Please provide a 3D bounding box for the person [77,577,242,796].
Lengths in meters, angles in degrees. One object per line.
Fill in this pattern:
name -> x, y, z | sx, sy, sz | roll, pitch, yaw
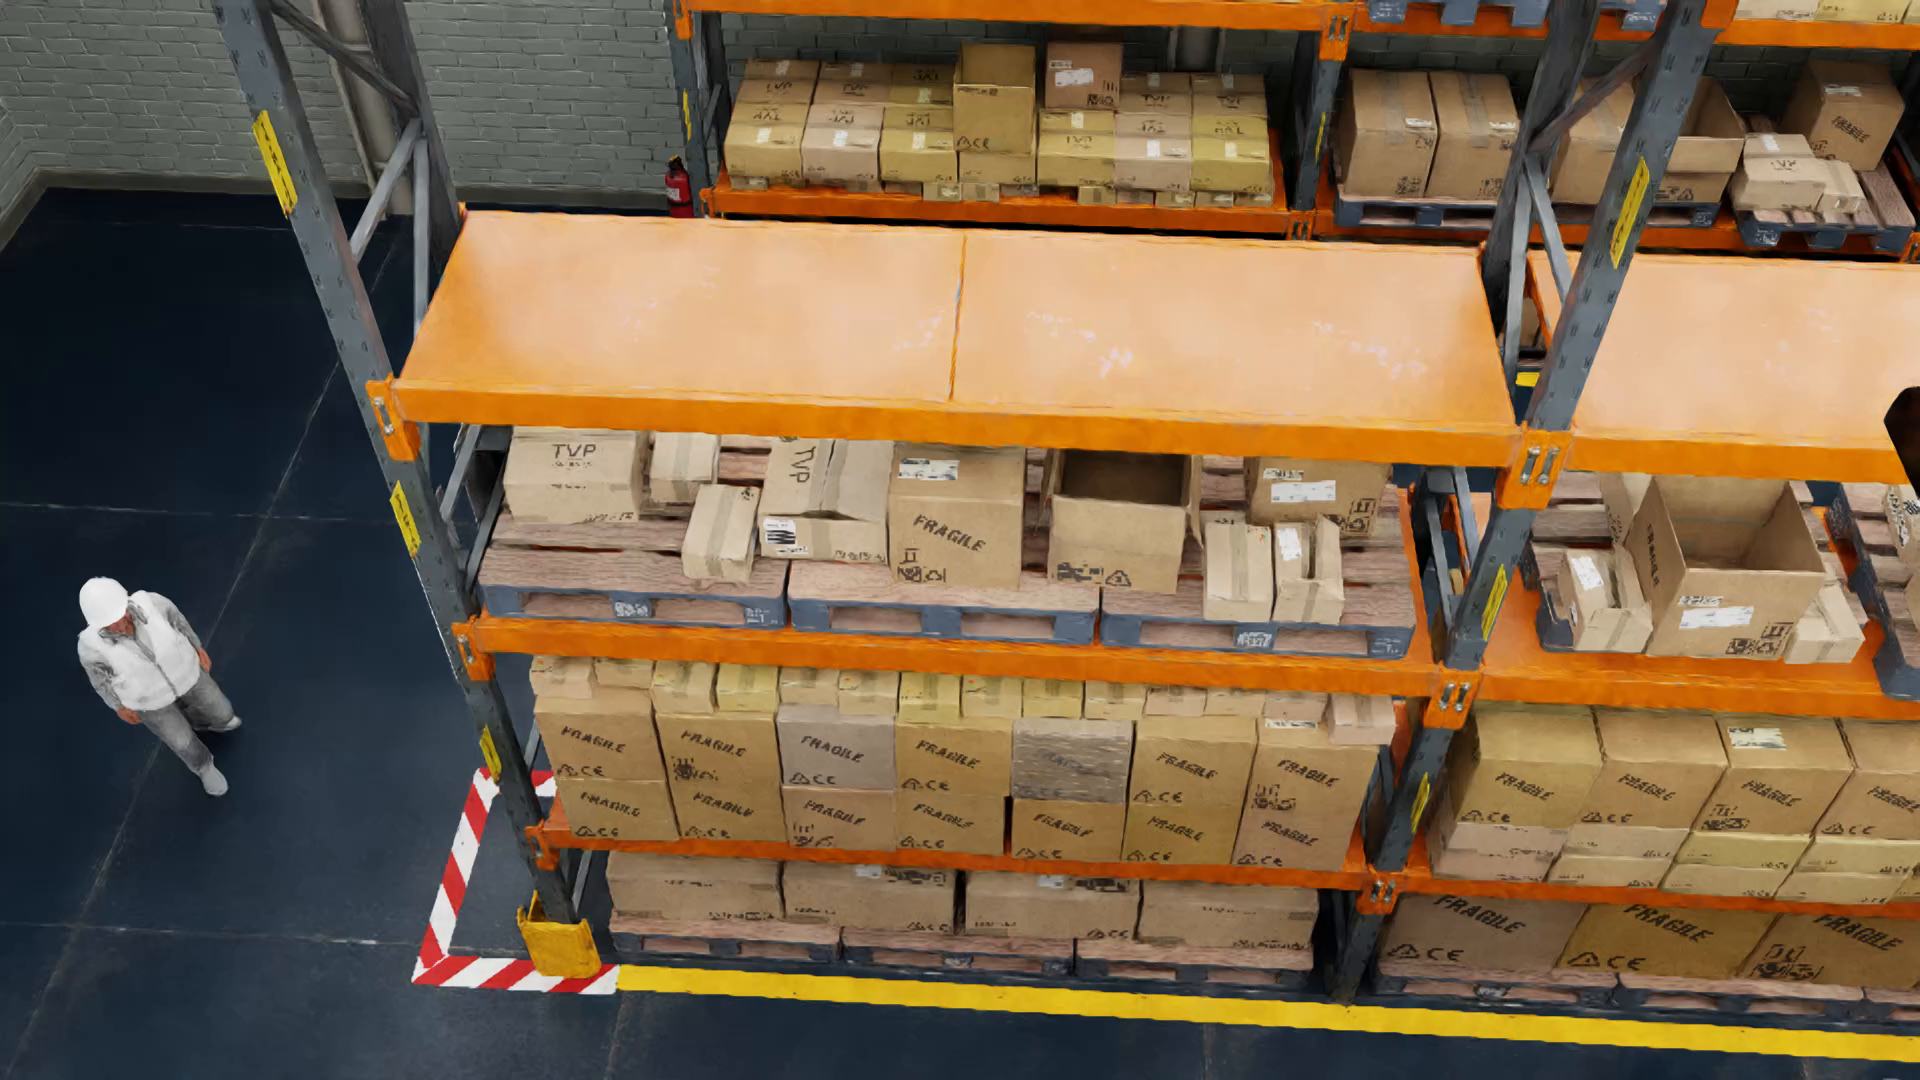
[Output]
person -> -4.304, 0.726, 8.901 | 0.564, 1.764, 0.587 | 32, 55, 26

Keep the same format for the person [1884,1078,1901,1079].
person -> 3.932, 2.720, 7.166 | 0.588, 1.630, 0.567 | 19, 51, 16
